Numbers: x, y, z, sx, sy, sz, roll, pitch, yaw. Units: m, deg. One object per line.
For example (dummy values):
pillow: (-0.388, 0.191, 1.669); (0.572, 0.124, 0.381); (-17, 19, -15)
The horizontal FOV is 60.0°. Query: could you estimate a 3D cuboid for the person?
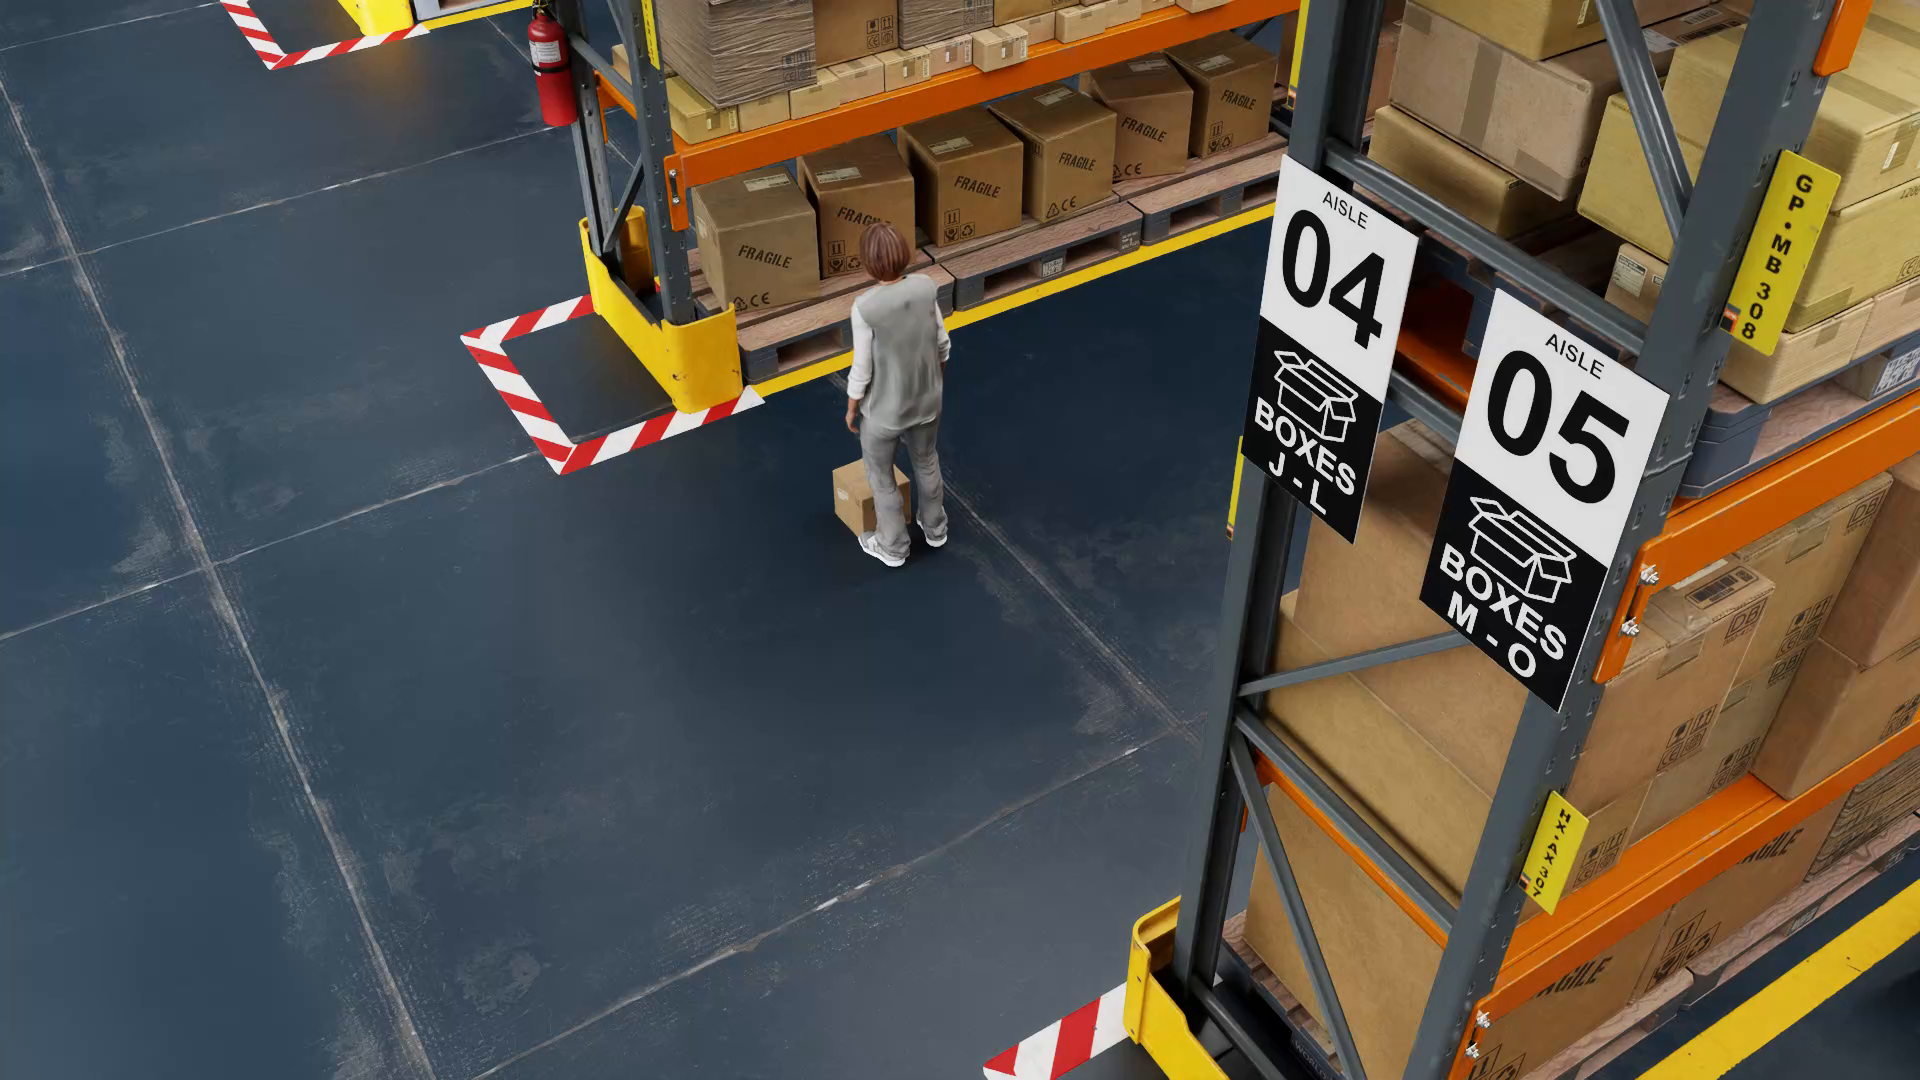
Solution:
person: (-0.251, -0.566, 6.809); (0.461, 1.593, 0.343); (-22, 46, -23)
